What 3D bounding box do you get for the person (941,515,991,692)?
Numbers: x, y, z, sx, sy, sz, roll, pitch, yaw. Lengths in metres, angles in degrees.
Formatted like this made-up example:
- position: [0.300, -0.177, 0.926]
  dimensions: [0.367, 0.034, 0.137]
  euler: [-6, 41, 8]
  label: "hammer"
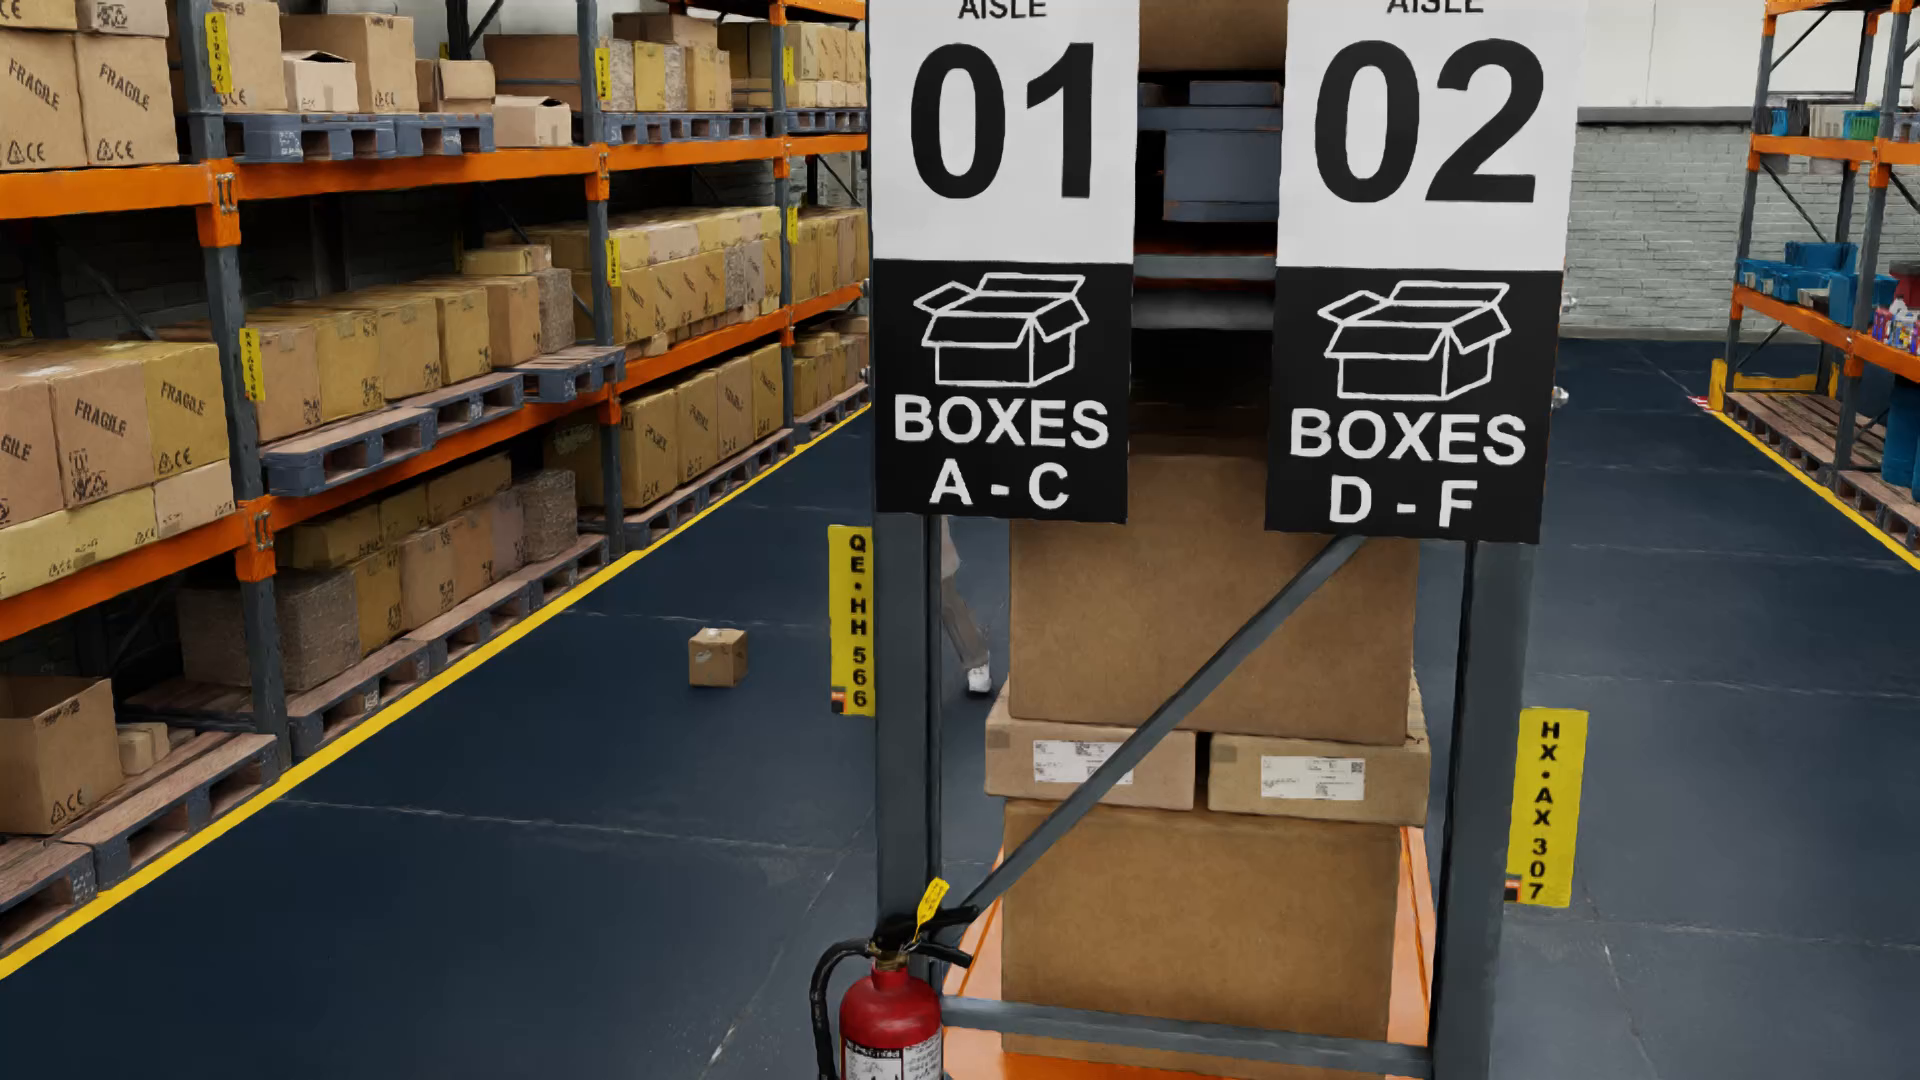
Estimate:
- position: [-0.194, -0.062, 8.787]
  dimensions: [0.730, 1.773, 0.683]
  euler: [-7, 16, -26]
  label: "person"
